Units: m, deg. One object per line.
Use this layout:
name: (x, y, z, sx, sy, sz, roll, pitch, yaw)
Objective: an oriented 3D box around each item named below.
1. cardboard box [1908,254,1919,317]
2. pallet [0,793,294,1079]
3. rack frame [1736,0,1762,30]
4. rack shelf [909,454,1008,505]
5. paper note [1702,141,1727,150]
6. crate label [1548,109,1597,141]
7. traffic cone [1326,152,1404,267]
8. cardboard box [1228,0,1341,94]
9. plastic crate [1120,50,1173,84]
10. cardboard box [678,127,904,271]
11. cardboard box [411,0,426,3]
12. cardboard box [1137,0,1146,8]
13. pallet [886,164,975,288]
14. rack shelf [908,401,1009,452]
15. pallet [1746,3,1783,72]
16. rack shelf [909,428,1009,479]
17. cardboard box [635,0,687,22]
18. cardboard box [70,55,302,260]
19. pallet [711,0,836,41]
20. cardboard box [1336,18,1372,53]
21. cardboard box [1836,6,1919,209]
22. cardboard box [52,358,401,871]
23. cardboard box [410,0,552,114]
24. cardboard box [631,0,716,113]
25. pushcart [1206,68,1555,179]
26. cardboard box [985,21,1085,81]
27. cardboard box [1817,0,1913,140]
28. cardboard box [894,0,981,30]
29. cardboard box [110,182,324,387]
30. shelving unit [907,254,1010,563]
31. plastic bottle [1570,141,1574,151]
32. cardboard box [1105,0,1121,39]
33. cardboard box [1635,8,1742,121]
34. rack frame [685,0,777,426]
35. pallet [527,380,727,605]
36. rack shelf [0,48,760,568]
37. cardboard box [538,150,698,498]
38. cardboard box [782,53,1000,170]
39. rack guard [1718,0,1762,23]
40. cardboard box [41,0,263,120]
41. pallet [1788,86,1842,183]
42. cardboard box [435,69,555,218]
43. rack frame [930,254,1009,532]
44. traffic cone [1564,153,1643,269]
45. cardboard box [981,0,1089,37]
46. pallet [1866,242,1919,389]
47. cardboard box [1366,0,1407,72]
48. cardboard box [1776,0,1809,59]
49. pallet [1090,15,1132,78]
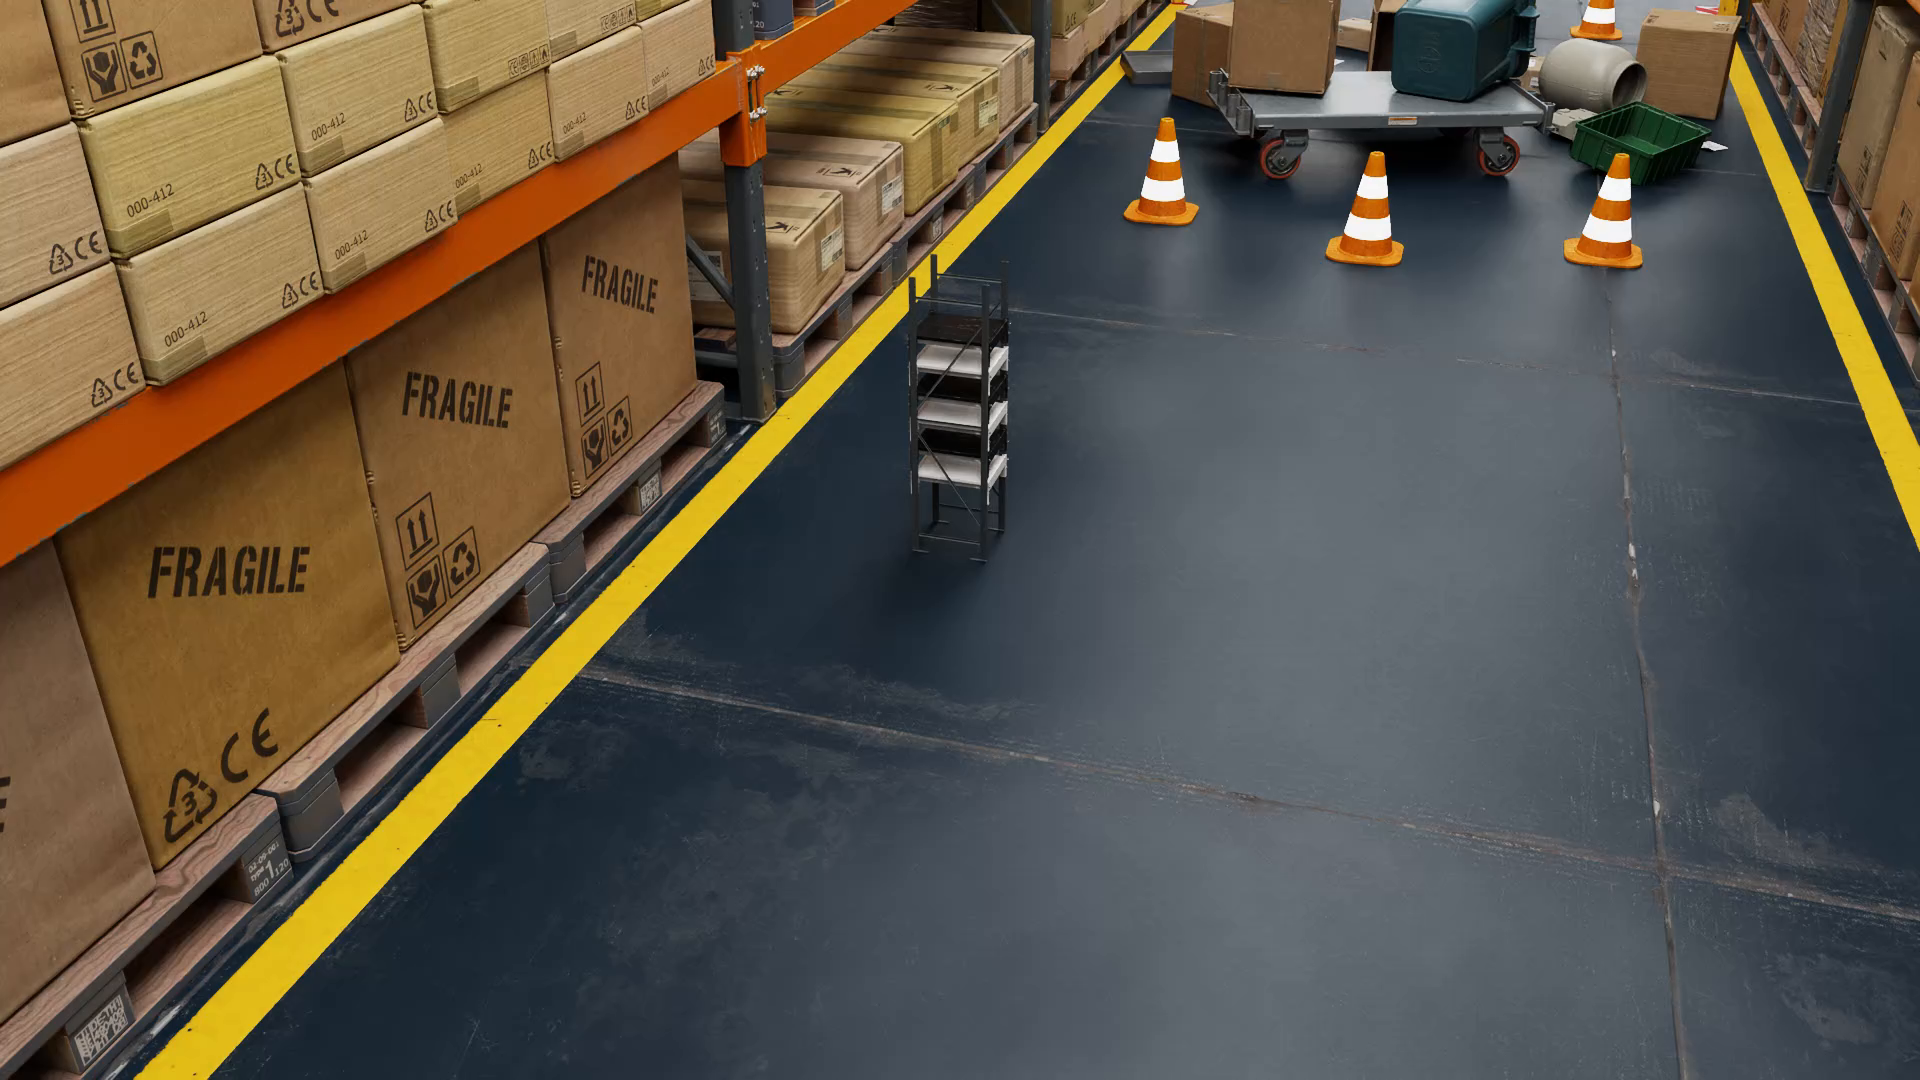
cardboard box: (4.114, -1.040, 5.915, 1.050, 0.750, 0.750, 9, 30, 16)
pallet: (-2.186, 0.887, 3.439, 1.003, 0.211, 1.213, 8, 30, 15)
rack frame: (5.944, -4.880, 10.937, 1.000, 3.000, 0.127, 8, 30, 15)
rack shelf: (-0.002, -0.203, 5.128, 0.258, 0.077, 0.200, 8, 30, 15)
paper note: (4.101, -2.166, 9.111, 0.147, 0.020, 0.142, -12, 31, -20)
crate label: (3.434, -2.309, 9.261, 0.298, 0.136, 0.250, -12, 31, -20)
traffic cone: (1.853, -1.518, 7.503, 0.336, 0.463, 0.334, 8, 30, 15)
cardboard box: (1.718, -2.679, 8.773, 0.500, 0.500, 0.500, 8, 30, 15)
plastic crate: (1.253, -3.017, 10.591, 0.402, 0.080, 0.583, -1, 29, -3)
cardboard box: (-0.782, -1.462, 7.064, 0.950, 0.372, 0.625, 8, 30, 14)
cardboard box: (-1.363, -1.555, 3.829, 0.500, 0.500, 0.500, 9, 30, 15)
cardboard box: (1.042, -3.868, 11.513, 0.500, 0.250, 0.500, 9, 30, 15)
pallet: (-0.575, -1.531, 7.785, 1.003, 0.211, 1.213, 8, 30, 15)
rack shelf: (-0.002, -0.360, 5.041, 0.258, 0.077, 0.200, 8, 30, 15)
pallet: (5.784, -3.279, 10.927, 1.003, 0.211, 1.213, 8, 30, 15)
rack shelf: (-0.002, -0.282, 5.084, 0.258, 0.077, 0.200, 8, 30, 15)
cardboard box: (-1.065, -1.713, 4.884, 0.500, 0.250, 0.500, 8, 30, 15)
cardboard box: (-1.642, -0.757, 3.165, 0.500, 0.250, 0.500, 9, 30, 16)
pallet: (-1.059, -2.084, 6.108, 1.213, 0.211, 1.003, 8, 30, 15)
cardboard box: (2.729, -3.397, 11.203, 0.250, 0.149, 0.380, -24, 37, -37)
cardboard box: (4.673, -1.920, 7.498, 1.050, 0.750, 0.750, 8, 30, 15)
cardboard box: (-1.977, 0.062, 3.807, 0.875, 0.875, 0.875, 9, 30, 16)
cardboard box: (-1.343, -1.234, 4.022, 0.500, 0.250, 0.500, 8, 30, 14)
cardboard box: (-1.066, -1.484, 4.986, 0.500, 0.250, 0.500, 7, 30, 13)
pushcart: (2.202, -2.232, 8.875, 1.648, 0.377, 0.936, -1, 29, -3)
cardboard box: (0.439, -2.898, 9.770, 0.500, 0.250, 0.500, 7, 30, 13)
cardboard box: (5.021, -2.558, 8.517, 0.875, 0.875, 0.875, 9, 30, 16)
cardboard box: (-0.075, -3.303, 9.728, 0.500, 0.500, 0.500, 8, 30, 14)
cardboard box: (-1.643, -0.541, 3.290, 0.500, 0.250, 0.500, 8, 30, 14)
shelving unit: (-0.002, -0.389, 5.024, 0.258, 0.900, 0.210, 8, 30, 15)
plastic bottle: (3.408, -2.081, 8.927, 0.133, 0.061, 0.283, -6, 30, -11)
cardboard box: (0.738, -3.395, 10.663, 0.500, 0.250, 0.500, 8, 30, 14)
cardboard box: (4.244, -2.798, 9.762, 0.500, 0.500, 0.500, 14, 32, 23)
rack frame: (-1.166, -1.822, 5.439, 1.000, 3.000, 0.127, 8, 30, 15)
pallet: (-1.470, -0.247, 5.478, 1.003, 0.211, 1.213, 8, 30, 15)
rack shelf: (-1.753, -0.578, 3.943, 1.077, 0.370, 4.000, 8, 30, 15)
cardboard box: (-1.448, -0.767, 5.298, 0.875, 0.875, 0.875, 8, 30, 14)
cardboard box: (-0.351, -2.137, 8.277, 0.950, 0.372, 0.625, 10, 31, 18)
rack guard: (5.951, -3.799, 11.564, 1.175, 0.500, 0.348, 8, 30, 15)
cardboard box: (-1.664, -1.080, 2.974, 0.500, 0.500, 0.500, 8, 30, 14)
pallet: (5.068, -2.145, 8.888, 1.003, 0.211, 1.213, 8, 30, 15)
cardboard box: (-1.365, -1.013, 4.139, 0.500, 0.250, 0.500, 8, 30, 14)
rack frame: (0.027, -0.437, 5.109, 0.240, 0.900, 0.006, 8, 30, 15)
traffic cone: (2.932, -1.505, 7.479, 0.336, 0.463, 0.334, 8, 30, 15)
cardboard box: (0.439, -3.226, 9.588, 0.500, 0.500, 0.500, 10, 31, 17)
pallet: (4.259, -0.864, 6.587, 1.003, 0.211, 1.213, 8, 30, 15)
cardboard box: (2.820, -2.894, 9.796, 0.797, 0.637, 0.503, 8, 30, 15)
cardboard box: (5.552, -3.401, 10.032, 0.875, 0.875, 0.875, 8, 30, 14)
pallet: (0.528, -3.348, 11.051, 1.003, 0.211, 1.213, 8, 30, 15)
